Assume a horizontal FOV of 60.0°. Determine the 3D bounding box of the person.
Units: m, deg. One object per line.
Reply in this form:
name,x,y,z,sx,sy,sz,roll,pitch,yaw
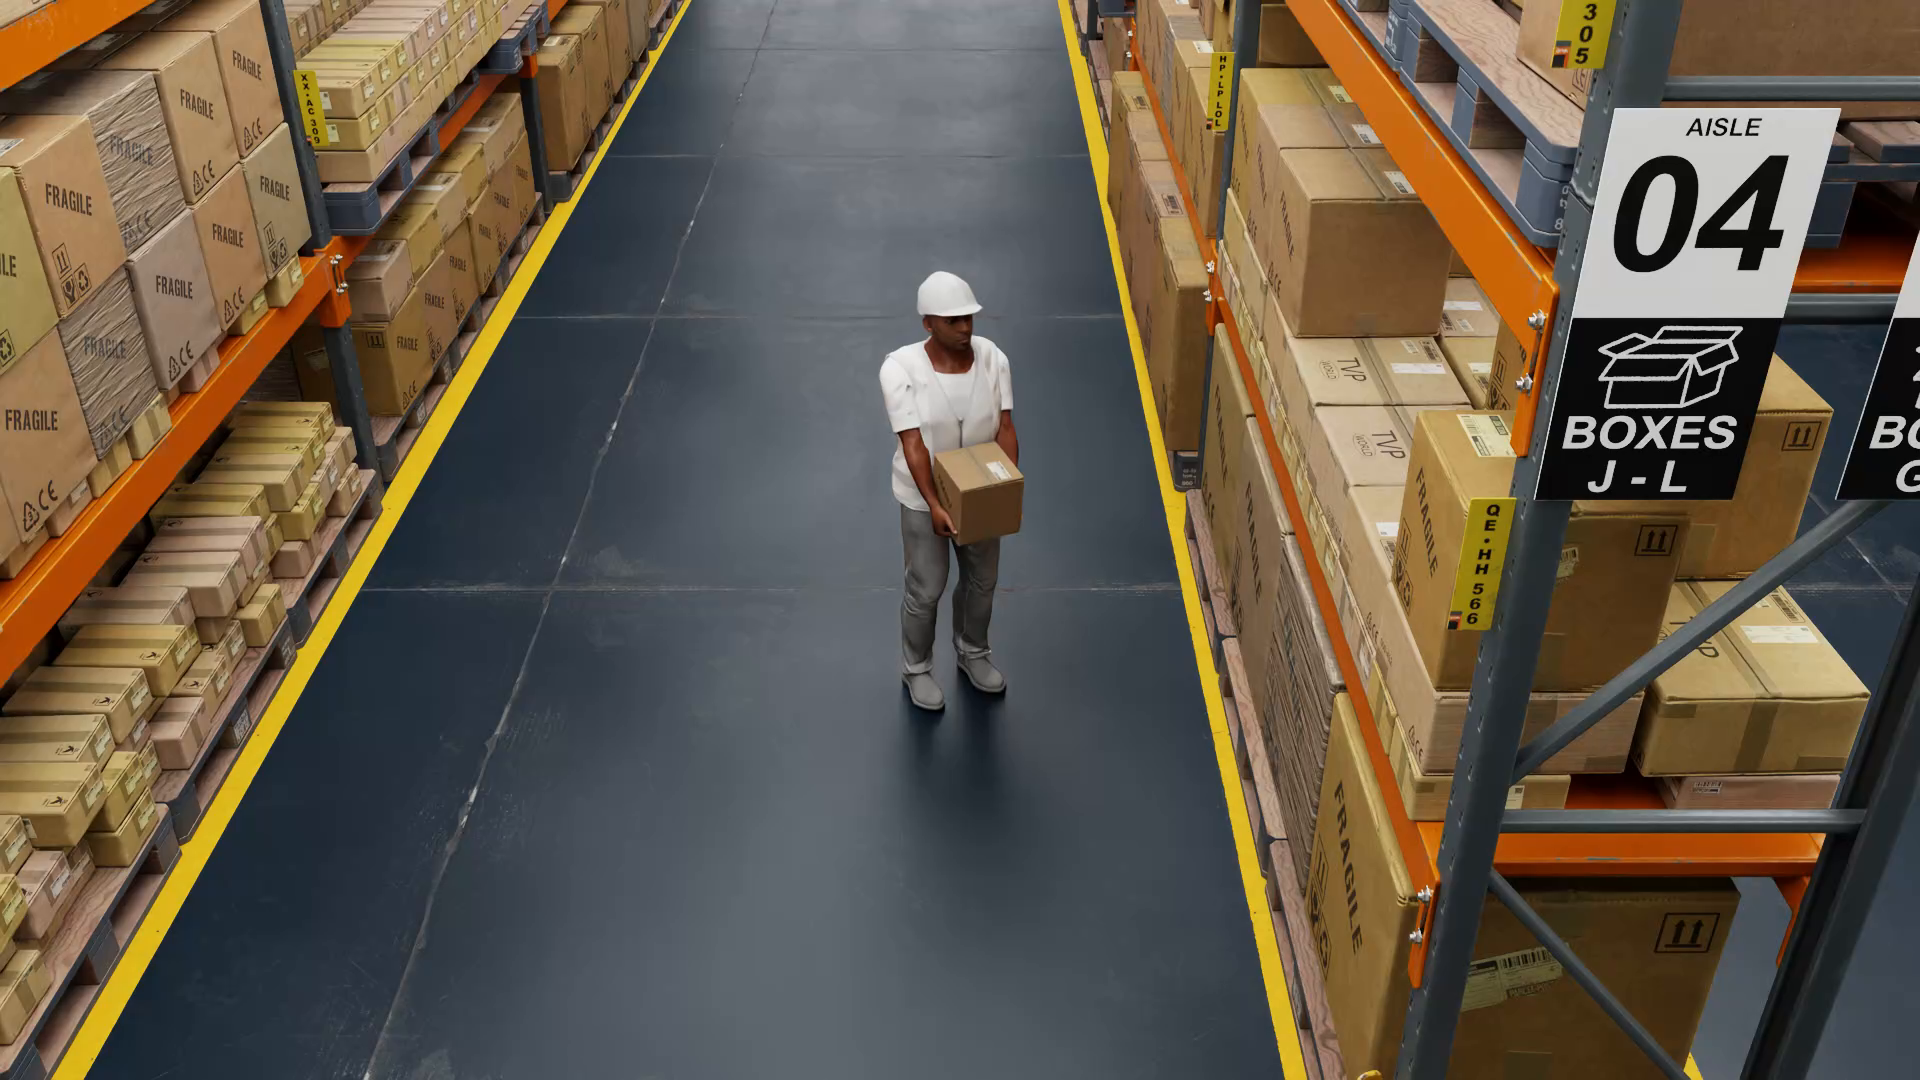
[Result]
person,0.005,-0.132,6.334,0.503,1.760,0.586,-13,34,-20
